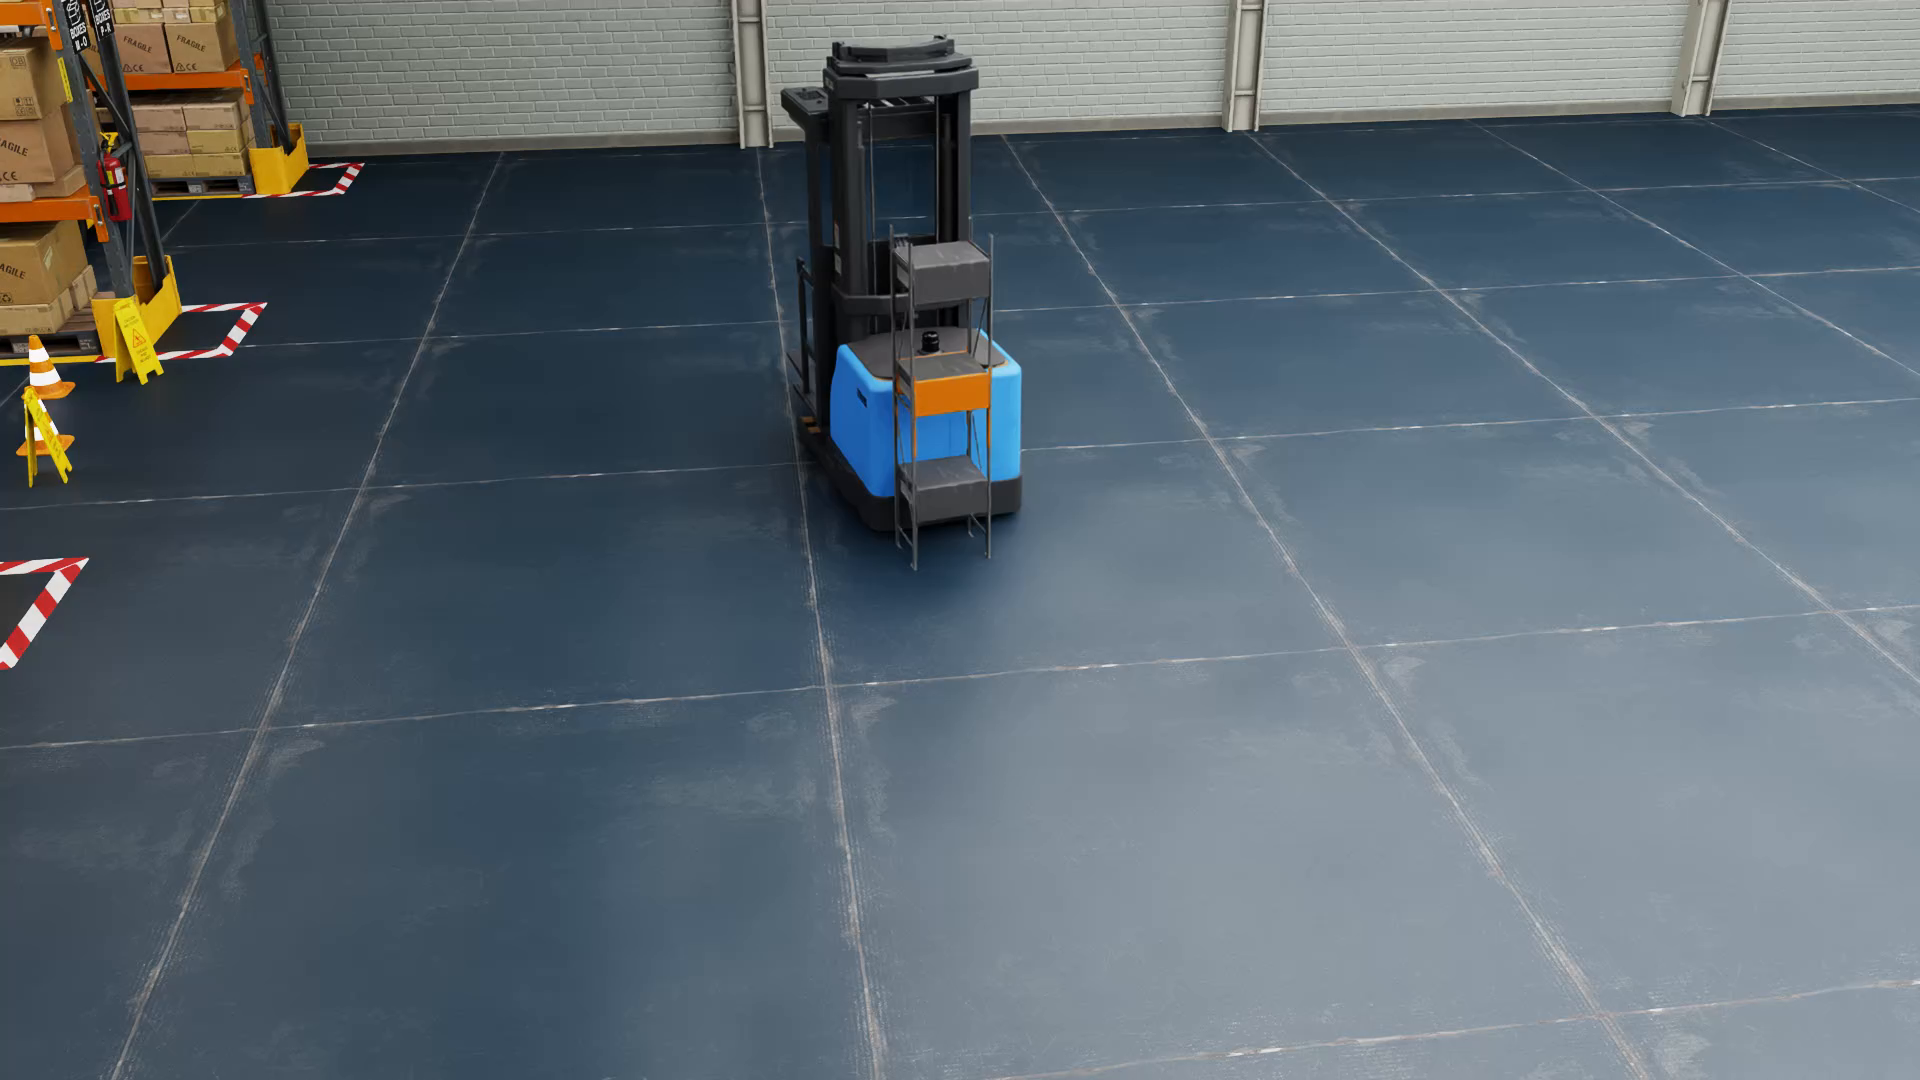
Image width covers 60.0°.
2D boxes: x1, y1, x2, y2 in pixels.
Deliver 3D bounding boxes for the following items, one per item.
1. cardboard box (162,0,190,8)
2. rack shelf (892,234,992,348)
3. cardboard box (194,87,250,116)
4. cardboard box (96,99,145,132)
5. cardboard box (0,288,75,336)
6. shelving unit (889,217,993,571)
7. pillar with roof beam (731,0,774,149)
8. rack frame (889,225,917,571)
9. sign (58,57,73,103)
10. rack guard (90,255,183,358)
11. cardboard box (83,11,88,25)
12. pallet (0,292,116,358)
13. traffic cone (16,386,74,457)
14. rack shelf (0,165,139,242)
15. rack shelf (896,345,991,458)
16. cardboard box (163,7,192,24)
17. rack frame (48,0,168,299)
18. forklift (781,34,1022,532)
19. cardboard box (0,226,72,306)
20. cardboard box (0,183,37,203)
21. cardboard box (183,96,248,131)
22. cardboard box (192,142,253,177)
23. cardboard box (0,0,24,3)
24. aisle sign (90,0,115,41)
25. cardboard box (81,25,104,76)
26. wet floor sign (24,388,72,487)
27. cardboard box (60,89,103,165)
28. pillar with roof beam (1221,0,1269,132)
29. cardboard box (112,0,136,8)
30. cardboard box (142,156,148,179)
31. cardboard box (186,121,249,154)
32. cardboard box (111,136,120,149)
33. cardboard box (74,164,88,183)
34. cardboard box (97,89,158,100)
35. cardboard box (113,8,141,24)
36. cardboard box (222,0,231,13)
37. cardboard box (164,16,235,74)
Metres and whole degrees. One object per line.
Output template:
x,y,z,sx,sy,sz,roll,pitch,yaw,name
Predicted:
-8.142,-5.665,17.358,0.250,0.149,0.380,-4,27,-7,cardboard box
-0.111,-1.472,9.816,0.480,0.518,0.431,-9,29,-17,rack shelf
-8.079,-4.810,18.296,0.500,0.250,0.500,-4,27,-8,cardboard box
-8.993,-4.513,17.717,0.500,0.250,0.500,-3,27,-6,cardboard box
-7.668,-1.892,13.704,0.500,0.250,0.500,-4,27,-7,cardboard box
-0.111,-0.861,10.129,0.503,2.100,0.431,-9,29,-17,shelving unit
-1.851,-6.815,14.174,0.400,9.000,9.100,-4,27,-7,pillar with roof beam
-0.342,-0.825,10.057,0.015,2.100,0.400,-9,29,-17,rack frame
-6.824,-3.507,12.684,0.005,0.325,0.100,-4,27,-7,sign
-6.957,-1.986,14.074,0.348,0.500,1.175,-4,27,-7,rack guard
-9.148,-5.439,17.244,0.250,0.149,0.380,-3,27,-7,cardboard box
-7.766,-1.822,14.070,1.213,0.211,1.003,-4,27,-7,pallet
-6.637,-0.884,11.966,0.334,0.463,0.336,-4,27,-7,traffic cone
-8.862,-2.656,13.429,4.000,0.370,1.077,-4,27,-7,rack shelf
-0.111,-0.849,10.135,0.480,0.518,0.431,-9,29,-17,rack shelf
-8.130,-5.502,17.367,0.250,0.149,0.380,-3,27,-6,cardboard box
-6.882,-3.103,13.512,0.127,3.000,1.000,-4,27,-7,rack frame
-0.557,-2.012,11.460,1.130,2.935,3.031,-9,29,-17,forklift
-7.639,-2.232,13.544,0.500,0.500,0.500,-4,27,-7,cardboard box
-7.458,-2.805,13.206,0.250,0.149,0.380,-4,27,-8,cardboard box
-7.990,-4.585,17.857,0.500,0.250,0.500,-3,27,-5,cardboard box
-7.998,-4.138,18.080,0.500,0.250,0.500,-3,27,-7,cardboard box
-7.196,-4.177,12.594,0.250,0.149,0.380,-4,27,-7,cardboard box
-6.864,-4.404,13.200,0.004,0.787,0.394,-4,27,-7,aisle sign
-9.050,-5.180,17.450,0.500,0.500,0.500,-4,27,-8,cardboard box
-6.339,-0.721,11.449,0.232,0.644,0.267,-8,28,-16,wet floor sign
-7.389,-3.375,13.607,0.500,0.500,0.500,-4,27,-8,cardboard box
4.091,-7.196,14.918,0.400,9.000,9.100,-4,27,-7,pillar with roof beam
-8.654,-5.654,17.337,0.250,0.149,0.380,-4,27,-7,cardboard box
-8.989,-4.083,17.973,0.500,0.250,0.500,-3,27,-7,cardboard box
-8.015,-4.361,17.967,0.500,0.250,0.500,-4,27,-8,cardboard box
-9.022,-4.291,17.832,0.500,0.250,0.500,-4,27,-8,cardboard box
-7.247,-3.064,13.710,0.250,0.149,0.380,-4,27,-7,cardboard box
-9.070,-4.750,18.178,0.500,0.250,0.500,-4,27,-7,cardboard box
-8.643,-5.502,17.368,0.250,0.149,0.380,-4,27,-7,cardboard box
-7.949,-5.776,17.901,0.250,0.149,0.380,-4,27,-8,cardboard box
-8.028,-5.241,17.570,0.500,0.500,0.500,-4,27,-8,cardboard box
